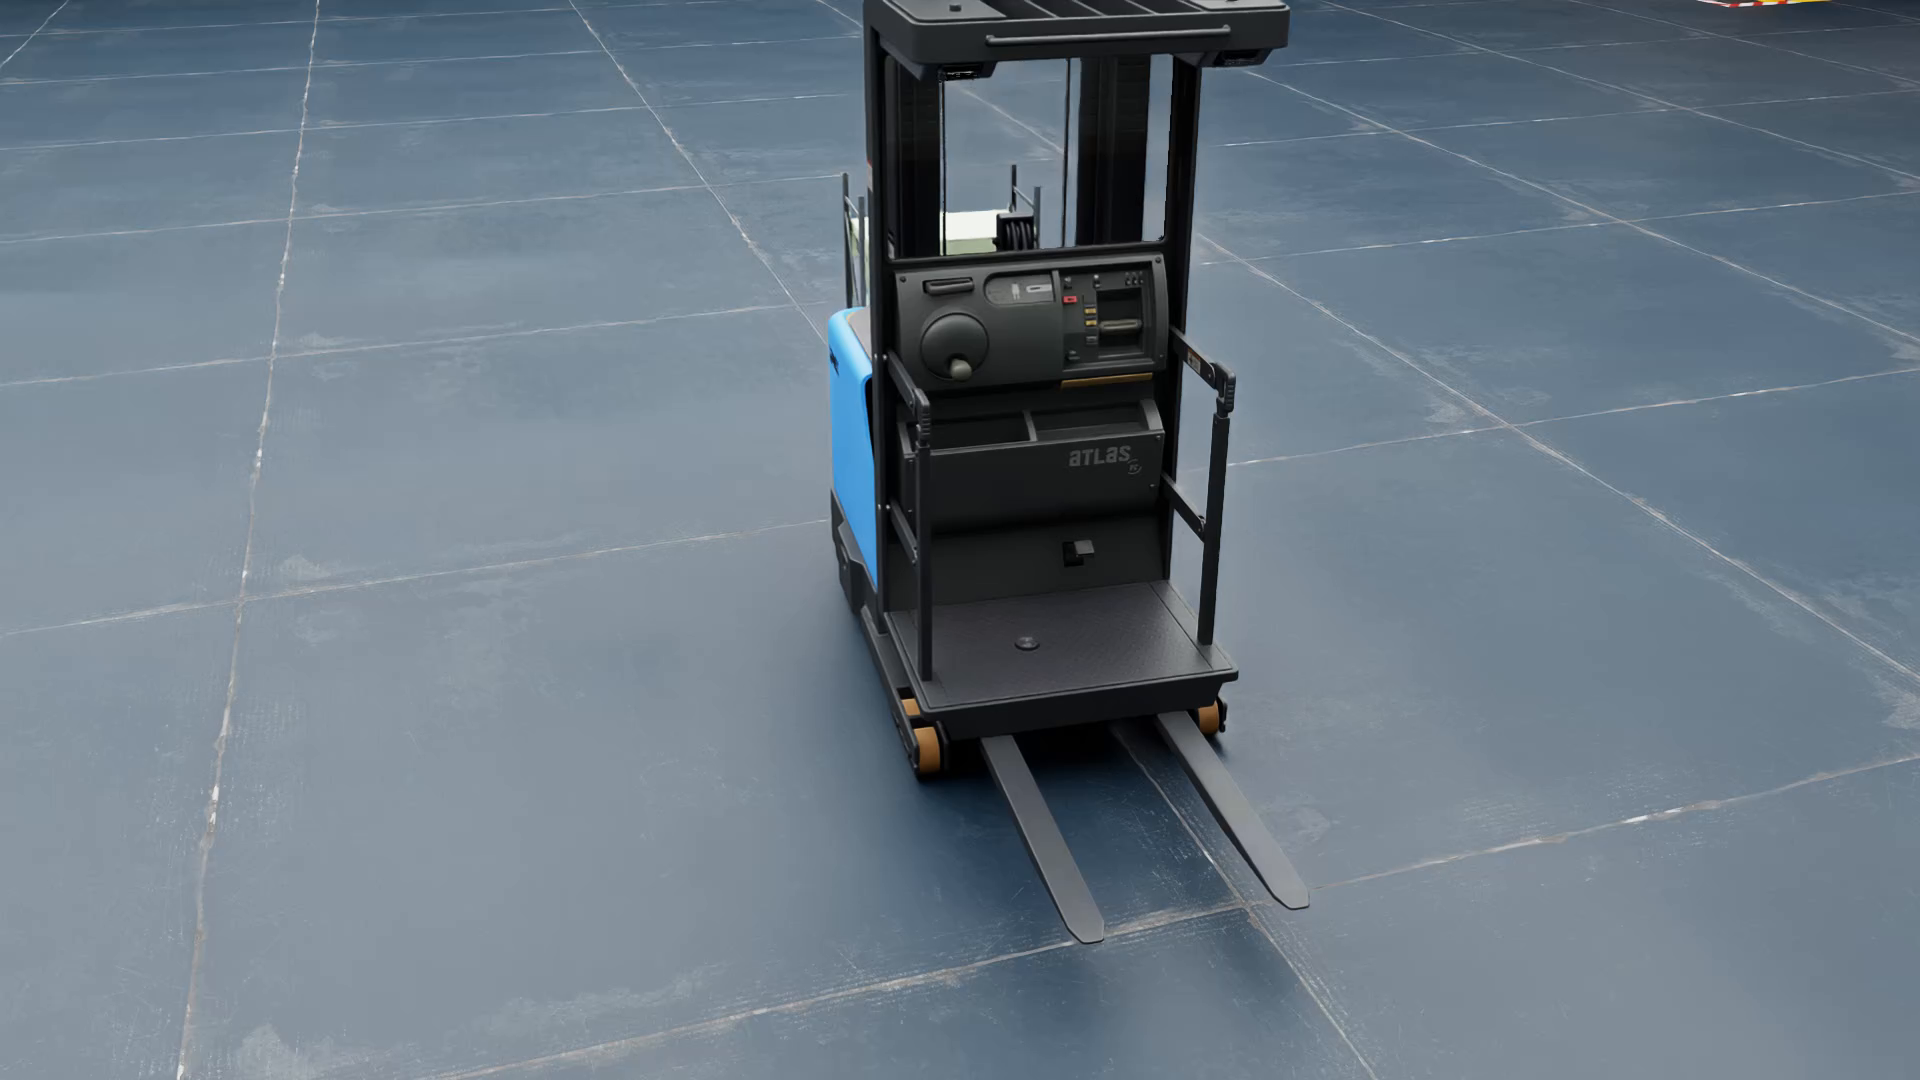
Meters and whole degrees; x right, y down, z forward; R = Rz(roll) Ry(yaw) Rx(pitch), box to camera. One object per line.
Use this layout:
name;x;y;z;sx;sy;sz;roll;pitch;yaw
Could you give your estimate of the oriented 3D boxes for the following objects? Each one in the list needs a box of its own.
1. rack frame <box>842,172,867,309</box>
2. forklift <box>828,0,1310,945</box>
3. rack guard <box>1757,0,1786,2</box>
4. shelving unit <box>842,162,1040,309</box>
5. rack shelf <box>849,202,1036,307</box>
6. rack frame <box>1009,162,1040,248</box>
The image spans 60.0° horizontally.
rack frame;-0.440;-0.787;7.148;0.023;1.500;0.400;-6;27;-12
forklift;0.300;-0.702;5.368;1.130;2.935;3.031;-6;27;-12
rack guard;10.054;-7.214;21.219;0.348;0.500;1.175;-8;28;-16
shelving unit;-0.084;-0.826;7.226;0.755;1.500;0.431;-6;27;-12
rack shelf;-0.084;-1.175;7.053;0.720;0.370;0.431;-6;27;-12
rack frame;0.271;-0.864;7.304;0.023;1.500;0.400;-6;27;-12
